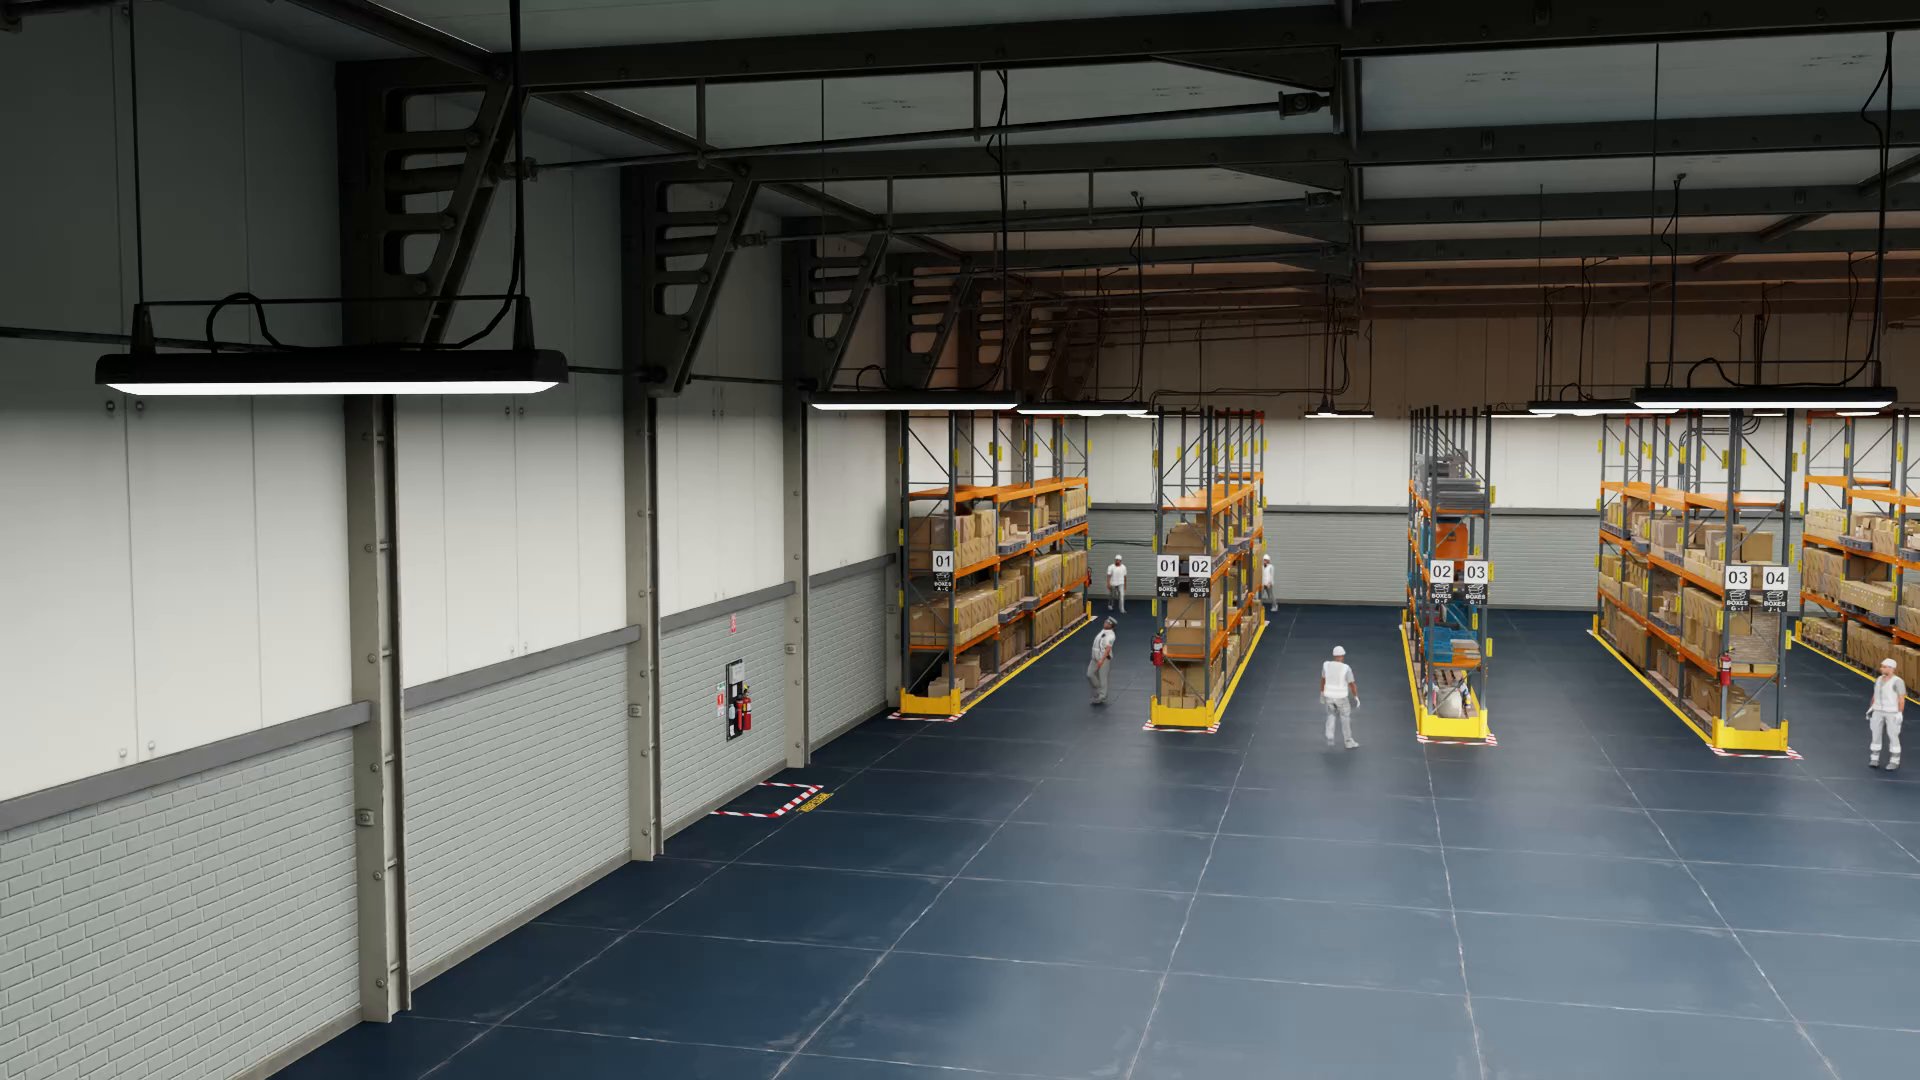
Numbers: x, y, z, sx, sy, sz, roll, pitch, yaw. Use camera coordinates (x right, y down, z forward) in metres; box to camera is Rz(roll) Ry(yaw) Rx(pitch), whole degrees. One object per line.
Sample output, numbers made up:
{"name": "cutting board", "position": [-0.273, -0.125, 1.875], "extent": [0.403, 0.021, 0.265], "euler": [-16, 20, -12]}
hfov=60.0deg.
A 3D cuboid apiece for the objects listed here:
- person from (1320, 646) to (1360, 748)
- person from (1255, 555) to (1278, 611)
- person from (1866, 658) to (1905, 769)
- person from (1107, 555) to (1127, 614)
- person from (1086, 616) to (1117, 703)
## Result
{"name": "person", "position": [6.646, 2.736, 29.043], "extent": [0.682, 1.781, 0.591], "euler": [4, 5, 42]}
{"name": "person", "position": [9.074, 1.302, 49.436], "extent": [1.032, 1.727, 0.582], "euler": [-4, 6, -42]}
{"name": "person", "position": [15.260, 2.848, 27.427], "extent": [0.406, 1.794, 0.593], "euler": [-3, 5, -40]}
{"name": "person", "position": [4.672, 1.312, 49.432], "extent": [0.626, 1.733, 1.020], "euler": [-1, 4, -9]}
{"name": "person", "position": [2.898, 2.434, 33.869], "extent": [0.582, 1.778, 0.588], "euler": [-3, 5, -35]}
